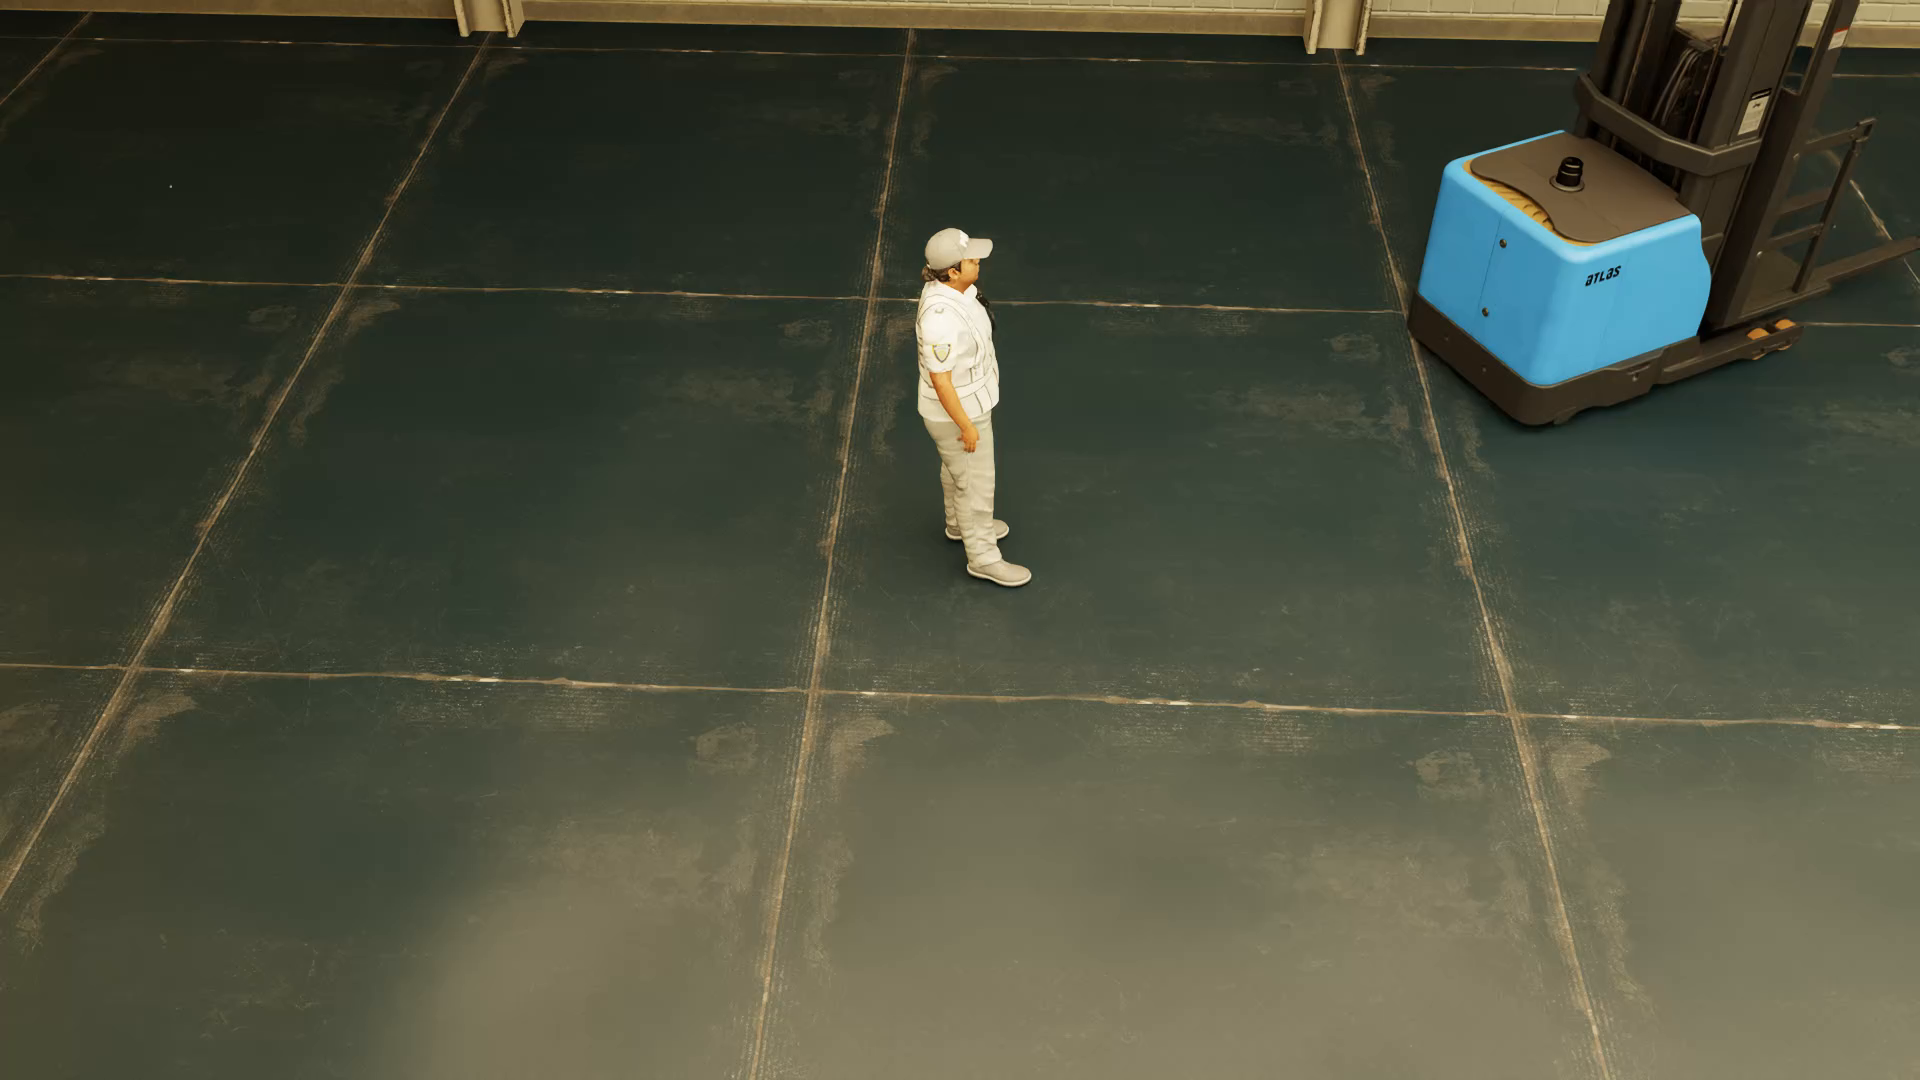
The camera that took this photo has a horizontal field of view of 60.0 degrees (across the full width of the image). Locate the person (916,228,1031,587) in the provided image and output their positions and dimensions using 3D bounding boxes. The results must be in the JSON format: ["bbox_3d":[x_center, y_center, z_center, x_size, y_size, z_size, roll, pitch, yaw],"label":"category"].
[{"bbox_3d":[0.075,-0.604,7.330,0.529,1.670,0.599,2,42,2],"label":"person"}]

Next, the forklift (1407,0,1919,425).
[{"bbox_3d":[3.993,-2.358,8.325,3.031,2.935,1.130,-18,46,-19],"label":"forklift"}]
